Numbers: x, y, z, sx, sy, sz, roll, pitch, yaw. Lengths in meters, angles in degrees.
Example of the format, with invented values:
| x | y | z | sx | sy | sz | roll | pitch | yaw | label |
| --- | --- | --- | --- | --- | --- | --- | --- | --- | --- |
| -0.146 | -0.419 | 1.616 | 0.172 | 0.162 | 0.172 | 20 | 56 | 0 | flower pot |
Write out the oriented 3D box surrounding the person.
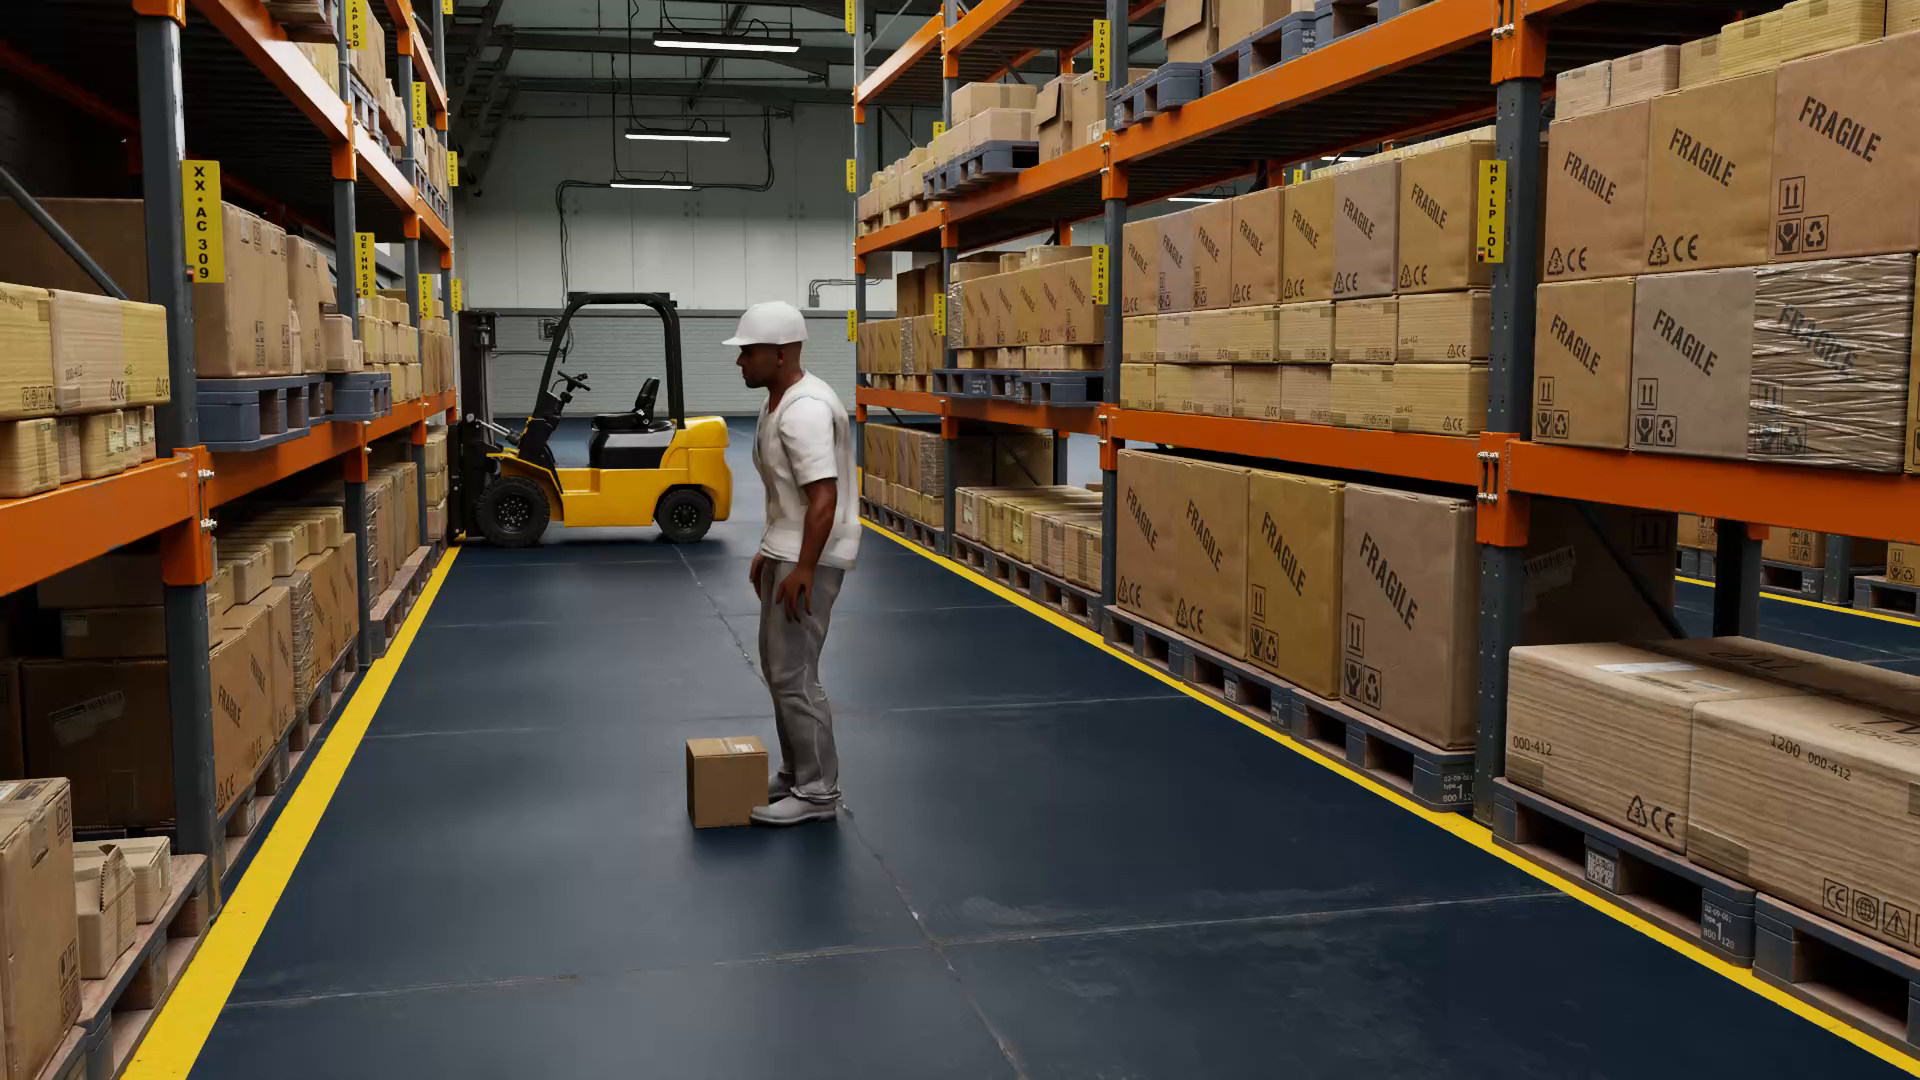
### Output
| x | y | z | sx | sy | sz | roll | pitch | yaw | label |
| --- | --- | --- | --- | --- | --- | --- | --- | --- | --- |
| -0.578 | 0.073 | 5.684 | 0.454 | 1.761 | 0.636 | -2 | 6 | -16 | person |
